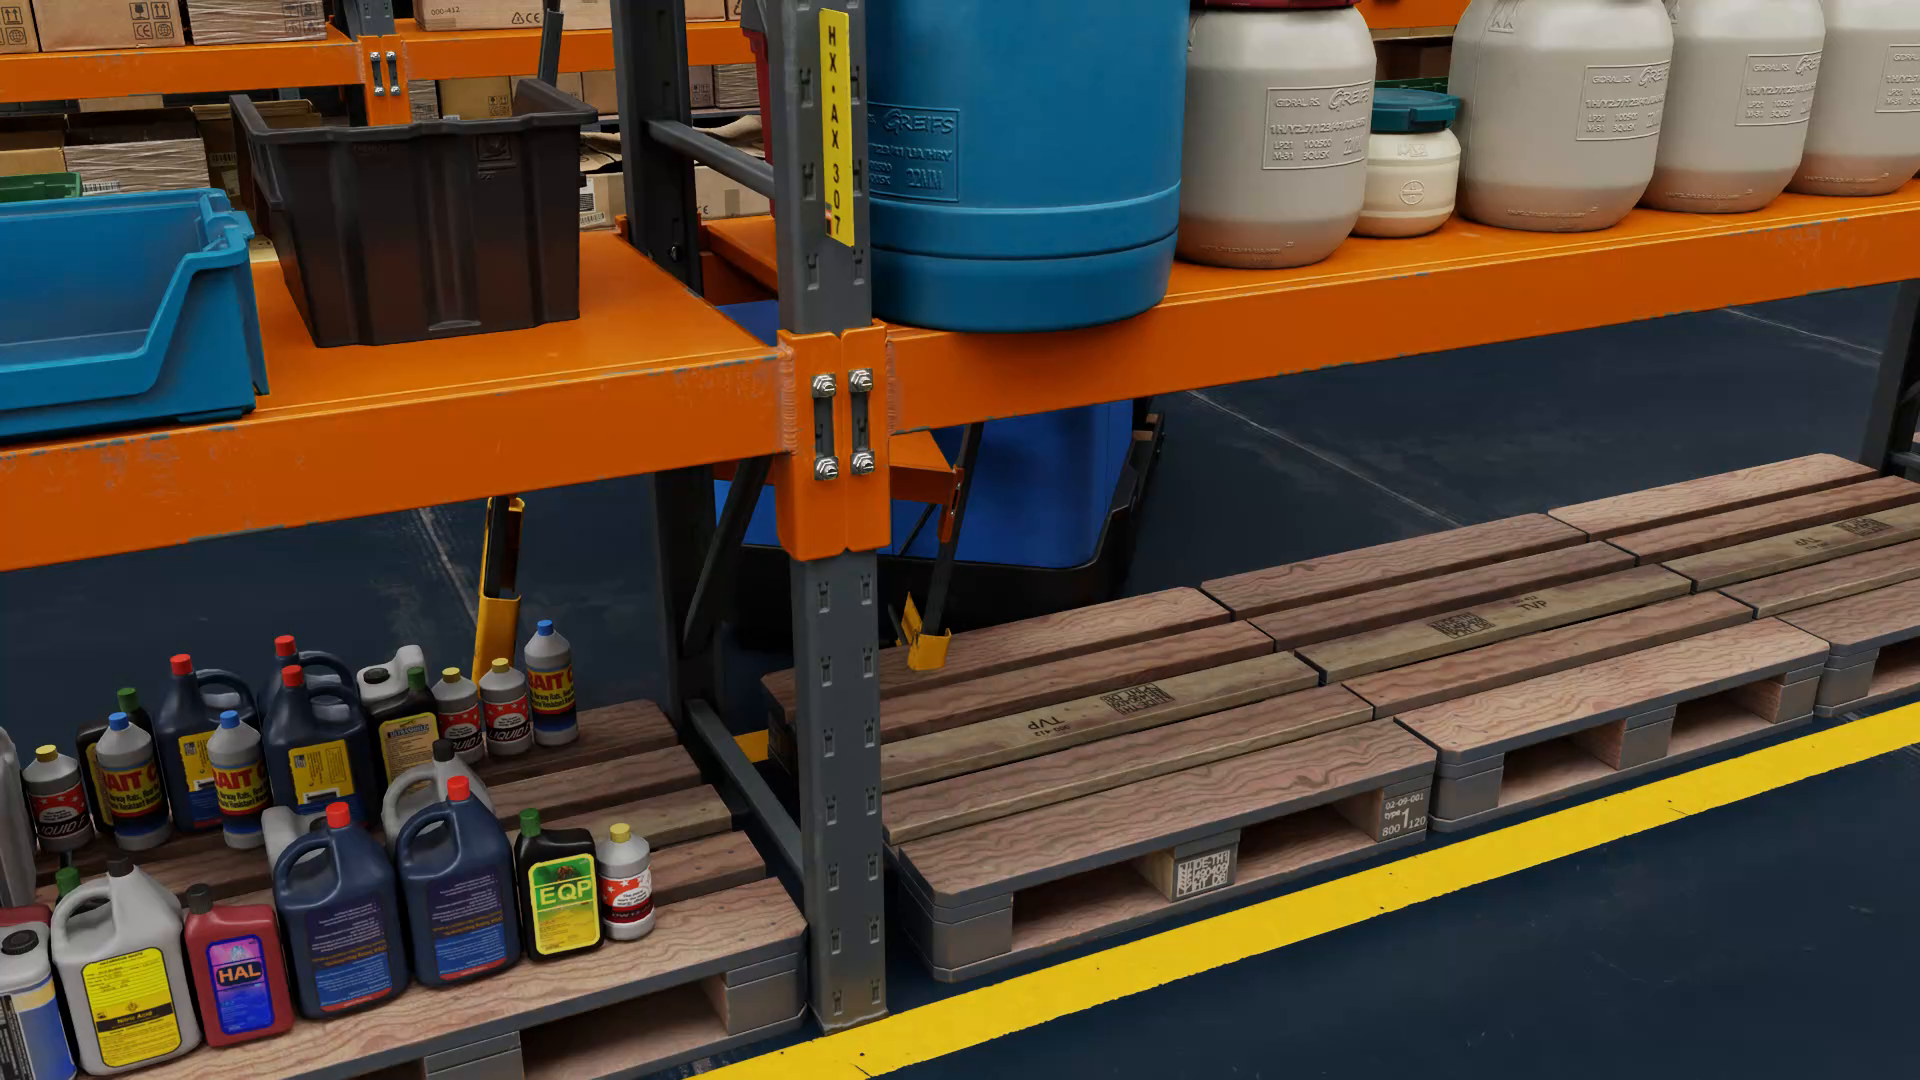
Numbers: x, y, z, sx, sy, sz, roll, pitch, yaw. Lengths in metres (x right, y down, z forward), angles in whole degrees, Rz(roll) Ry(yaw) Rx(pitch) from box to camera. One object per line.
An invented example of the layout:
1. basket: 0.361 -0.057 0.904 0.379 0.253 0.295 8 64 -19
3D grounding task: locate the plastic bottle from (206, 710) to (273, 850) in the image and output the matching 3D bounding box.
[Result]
1. plastic bottle: -1.392 0.457 3.217 0.097 0.271 0.097 0 22 0

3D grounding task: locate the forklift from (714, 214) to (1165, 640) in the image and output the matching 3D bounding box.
1. forklift: 0.124 -1.589 5.256 1.130 2.935 3.031 4 23 11

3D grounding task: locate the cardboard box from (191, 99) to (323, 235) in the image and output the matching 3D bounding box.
1. cardboard box: -3.105 -1.666 7.419 0.500 0.500 0.500 -10 25 -24

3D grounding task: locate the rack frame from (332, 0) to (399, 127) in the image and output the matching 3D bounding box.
1. rack frame: -2.551 -2.365 7.042 0.127 3.000 1.000 -10 25 -24

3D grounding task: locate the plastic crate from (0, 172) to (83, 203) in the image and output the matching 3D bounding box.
1. plastic crate: -1.752 -0.432 2.648 0.662 0.188 0.450 -10 25 -24

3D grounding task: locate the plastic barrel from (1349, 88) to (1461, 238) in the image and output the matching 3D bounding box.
1. plastic barrel: 0.853 -0.760 3.345 0.301 0.262 0.301 0 22 0

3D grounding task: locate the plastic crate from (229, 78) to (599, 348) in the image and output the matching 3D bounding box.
1. plastic crate: -0.933 -0.586 2.824 0.504 0.338 0.767 -10 25 -24

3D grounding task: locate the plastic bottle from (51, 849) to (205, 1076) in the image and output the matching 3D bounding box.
1. plastic bottle: -1.326 0.655 2.634 0.185 0.351 0.144 -11 25 -24

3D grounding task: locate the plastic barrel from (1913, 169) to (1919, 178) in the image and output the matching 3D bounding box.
1. plastic barrel: 2.364 -1.128 3.908 0.421 0.512 0.421 0 22 0

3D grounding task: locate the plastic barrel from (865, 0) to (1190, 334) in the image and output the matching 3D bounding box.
1. plastic barrel: 0.073 -0.849 2.723 0.708 0.901 0.600 -10 25 -24

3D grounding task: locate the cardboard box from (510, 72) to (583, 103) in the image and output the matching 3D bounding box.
1. cardboard box: -3.126 -3.421 12.287 0.500 0.500 0.700 -10 25 -23

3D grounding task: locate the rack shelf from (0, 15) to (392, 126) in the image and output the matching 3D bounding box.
1. rack shelf: -4.353 -1.701 6.378 4.000 0.370 1.077 -10 25 -24

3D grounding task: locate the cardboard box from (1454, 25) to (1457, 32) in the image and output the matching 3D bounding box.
1. cardboard box: 4.618 -4.784 15.604 0.500 0.500 0.700 -11 25 -25

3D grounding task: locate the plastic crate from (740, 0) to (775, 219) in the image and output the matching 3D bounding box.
1. plastic crate: -0.103 -0.873 3.353 0.583 0.464 0.402 -10 25 -24

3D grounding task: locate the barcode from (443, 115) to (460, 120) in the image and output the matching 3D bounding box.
1. barcode: -2.141 -1.756 7.007 0.075 0.075 0.001 -10 25 -24

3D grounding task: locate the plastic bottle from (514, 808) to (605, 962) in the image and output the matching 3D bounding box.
1. plastic bottle: -0.697 0.588 2.884 0.133 0.283 0.061 -9 24 -21

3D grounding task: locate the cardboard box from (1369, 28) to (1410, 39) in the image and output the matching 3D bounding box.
1. cardboard box: 3.678 -4.609 15.181 0.500 0.500 0.700 -11 25 -24

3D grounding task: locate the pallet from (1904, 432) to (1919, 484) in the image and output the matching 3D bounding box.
1. pallet: 3.890 -0.178 5.403 1.213 0.211 1.003 -10 25 -24

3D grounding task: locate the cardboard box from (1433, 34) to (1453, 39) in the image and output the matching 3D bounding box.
1. cardboard box: 3.215 -2.925 10.106 0.500 0.250 0.500 -10 25 -24

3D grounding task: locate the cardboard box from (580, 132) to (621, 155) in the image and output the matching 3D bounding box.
1. cardboard box: -1.845 -1.802 7.995 0.500 0.311 0.500 -10 24 -22

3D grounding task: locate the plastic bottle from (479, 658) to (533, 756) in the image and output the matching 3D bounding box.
1. plastic bottle: -0.975 0.351 3.564 0.097 0.201 0.097 0 22 0

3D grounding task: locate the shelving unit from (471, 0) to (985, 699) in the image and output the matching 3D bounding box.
1. shelving unit: -0.495 -0.393 3.863 1.083 1.500 0.587 6 23 -16

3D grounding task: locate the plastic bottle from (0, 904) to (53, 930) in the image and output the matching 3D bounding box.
1. plastic bottle: -1.521 0.675 2.674 0.133 0.283 0.061 -10 25 -24

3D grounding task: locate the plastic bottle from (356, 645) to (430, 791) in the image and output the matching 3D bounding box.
1. plastic bottle: -1.163 0.363 3.438 0.135 0.276 0.152 -9 24 -22

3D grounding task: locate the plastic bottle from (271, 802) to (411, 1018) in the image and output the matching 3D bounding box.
1. plastic bottle: -1.035 0.601 2.764 0.185 0.351 0.144 -12 25 -26

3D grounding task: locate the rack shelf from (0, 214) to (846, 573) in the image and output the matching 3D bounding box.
1. rack shelf: -2.209 0.007 2.252 4.000 0.370 1.077 -10 25 -24

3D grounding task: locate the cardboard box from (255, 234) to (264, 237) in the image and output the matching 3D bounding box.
1. cardboard box: -3.101 -1.316 7.554 0.500 0.250 0.500 -10 25 -24

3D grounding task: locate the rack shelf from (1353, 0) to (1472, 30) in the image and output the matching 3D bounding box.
1. rack shelf: 2.855 -3.028 9.584 4.000 0.370 1.077 -10 25 -24

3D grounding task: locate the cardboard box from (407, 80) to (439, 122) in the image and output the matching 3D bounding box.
1. cardboard box: -4.047 -3.248 11.867 0.500 0.500 0.700 -10 24 -22

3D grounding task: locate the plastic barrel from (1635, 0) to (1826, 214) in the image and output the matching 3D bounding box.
1. plastic barrel: 1.602 -0.997 3.558 0.433 0.535 0.433 0 22 0

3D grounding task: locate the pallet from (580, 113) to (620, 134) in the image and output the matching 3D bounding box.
1. pallet: -2.901 -3.117 12.503 1.213 0.211 1.003 -10 25 -24

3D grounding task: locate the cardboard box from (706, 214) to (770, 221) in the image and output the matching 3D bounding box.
1. cardboard box: -1.154 -1.441 7.856 0.500 0.250 0.500 -11 25 -25

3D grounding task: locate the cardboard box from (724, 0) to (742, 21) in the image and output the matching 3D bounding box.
1. cardboard box: -0.926 -2.703 7.728 0.500 0.500 0.500 -10 25 -24

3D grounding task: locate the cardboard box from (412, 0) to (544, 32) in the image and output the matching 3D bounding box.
1. cardboard box: -2.127 -2.392 7.304 0.500 0.250 0.500 -9 24 -20

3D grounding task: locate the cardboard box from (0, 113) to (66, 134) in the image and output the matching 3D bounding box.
1. cardboard box: -4.006 -1.500 7.018 0.500 0.500 0.500 -10 25 -24

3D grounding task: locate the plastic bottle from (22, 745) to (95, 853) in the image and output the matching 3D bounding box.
1. plastic bottle: -1.749 0.493 3.220 0.097 0.201 0.097 0 22 0

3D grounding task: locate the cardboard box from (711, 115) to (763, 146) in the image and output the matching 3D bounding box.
1. cardboard box: -0.940 -1.966 8.391 0.500 0.311 0.500 -11 25 -24

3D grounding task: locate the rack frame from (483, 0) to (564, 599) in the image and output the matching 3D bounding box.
1. rack frame: -0.989 -0.443 3.717 0.032 1.500 0.500 6 23 -16

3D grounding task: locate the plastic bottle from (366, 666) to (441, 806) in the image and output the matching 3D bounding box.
1. plastic bottle: -1.116 0.396 3.348 0.133 0.283 0.061 -10 25 -24

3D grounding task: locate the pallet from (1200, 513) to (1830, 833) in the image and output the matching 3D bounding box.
1. pallet: 1.385 0.284 4.289 1.213 0.211 1.003 -10 25 -24

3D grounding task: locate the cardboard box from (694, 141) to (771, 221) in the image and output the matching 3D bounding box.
1. cardboard box: -1.152 -1.698 7.743 0.500 0.311 0.500 -11 25 -25

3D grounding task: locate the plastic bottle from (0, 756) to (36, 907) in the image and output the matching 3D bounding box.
1. plastic bottle: -1.780 0.537 3.016 0.135 0.276 0.152 -10 25 -24

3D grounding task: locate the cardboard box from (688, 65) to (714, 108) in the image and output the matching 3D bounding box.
1. cardboard box: -2.240 -3.601 12.720 0.500 0.500 0.700 -10 25 -24

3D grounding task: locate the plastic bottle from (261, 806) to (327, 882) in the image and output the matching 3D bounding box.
1. plastic bottle: -1.122 0.589 2.891 0.135 0.276 0.152 -10 25 -24

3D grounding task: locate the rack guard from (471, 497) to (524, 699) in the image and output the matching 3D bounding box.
1. rack guard: -1.097 0.125 3.954 0.087 0.250 0.587 6 23 -16

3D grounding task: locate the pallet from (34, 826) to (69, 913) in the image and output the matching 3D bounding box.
1. pallet: -2.130 0.932 2.723 1.213 0.211 1.003 -10 25 -24

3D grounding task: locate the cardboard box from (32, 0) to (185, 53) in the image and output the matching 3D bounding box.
1. cardboard box: -3.421 -2.246 6.623 0.500 0.500 0.700 -11 25 -24

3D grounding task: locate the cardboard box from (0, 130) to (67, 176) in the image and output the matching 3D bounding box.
1. cardboard box: -3.779 -1.320 6.582 0.500 0.500 0.500 -10 25 -24

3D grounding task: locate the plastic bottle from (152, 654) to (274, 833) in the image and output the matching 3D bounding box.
1. plastic bottle: -1.484 0.386 3.285 0.185 0.351 0.144 -12 25 -26

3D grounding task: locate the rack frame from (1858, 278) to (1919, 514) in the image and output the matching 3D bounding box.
1. rack frame: 3.198 -1.321 4.519 0.127 3.000 1.000 -10 25 -24
